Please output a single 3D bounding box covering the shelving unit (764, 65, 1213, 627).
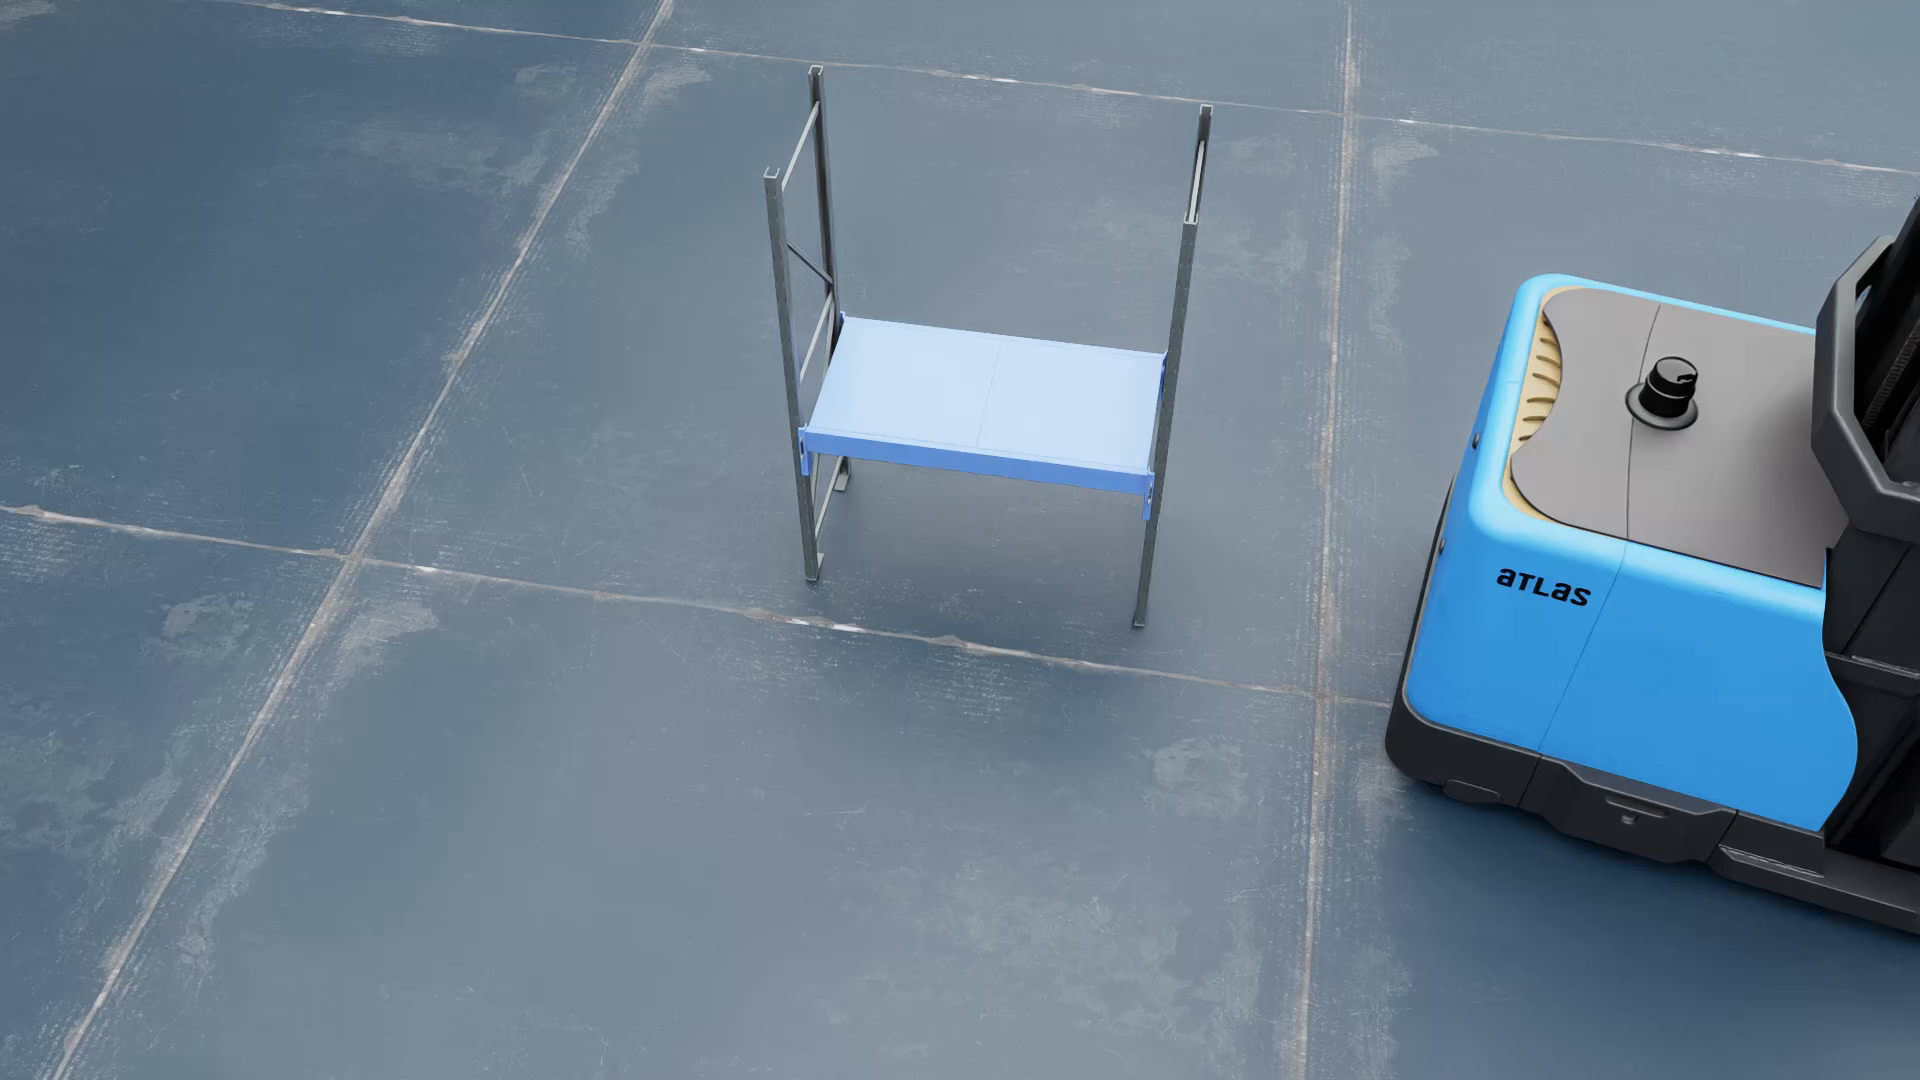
[{"bbox_3d":[0.084,-0.490,4.682,1.048,1.500,0.538,8,49,7],"label":"shelving unit"}]

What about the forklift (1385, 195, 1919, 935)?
[{"bbox_3d":[2.756,-0.276,3.528,3.031,2.935,1.130,16,50,14],"label":"forklift"}]

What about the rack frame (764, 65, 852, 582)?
[{"bbox_3d":[-0.416,-0.557,4.742,0.032,1.500,0.500,8,49,7],"label":"rack frame"}]

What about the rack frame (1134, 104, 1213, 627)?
[{"bbox_3d":[0.584,-0.423,4.622,0.032,1.500,0.500,8,49,7],"label":"rack frame"}]

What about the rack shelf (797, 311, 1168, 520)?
[{"bbox_3d":[0.084,-0.370,4.816,1.000,0.185,0.538,8,49,7],"label":"rack shelf"}]
